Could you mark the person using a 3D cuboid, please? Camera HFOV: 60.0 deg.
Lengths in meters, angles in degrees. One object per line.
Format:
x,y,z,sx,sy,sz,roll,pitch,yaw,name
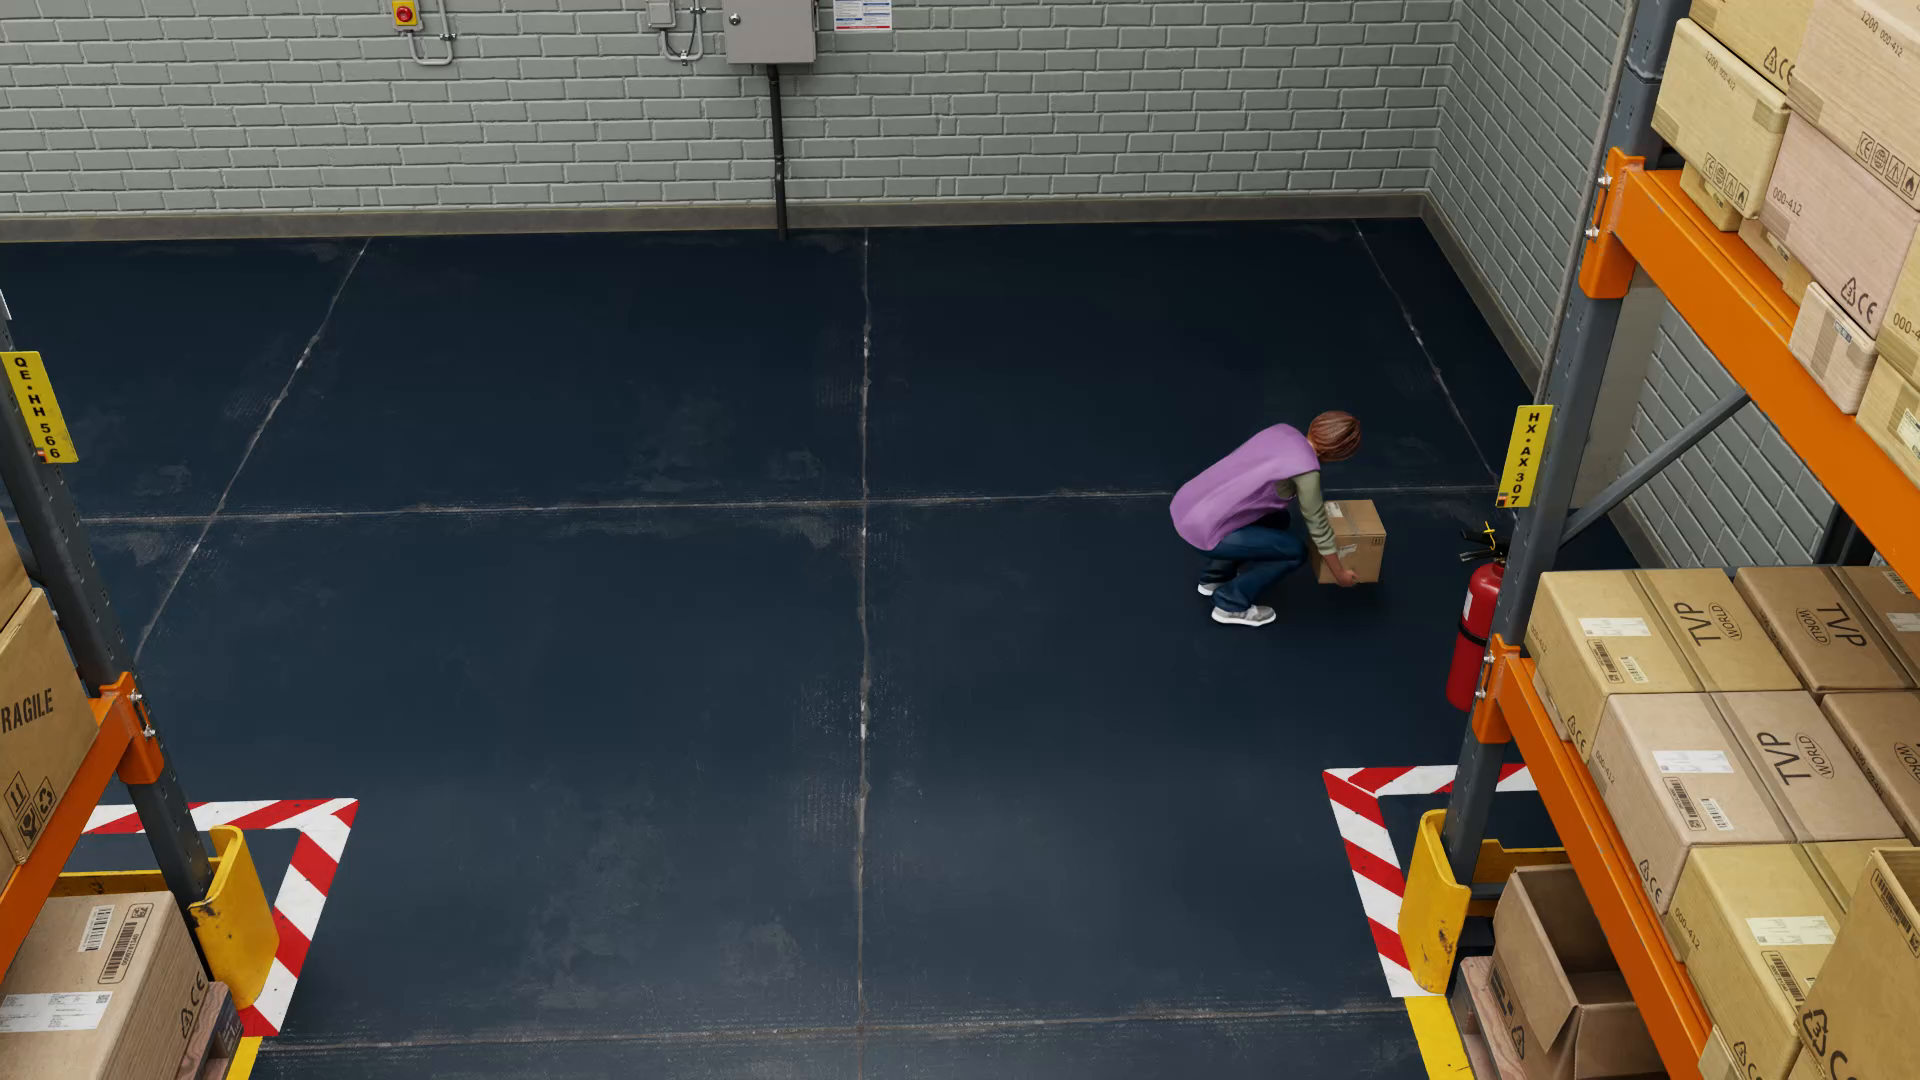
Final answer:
1.274,-0.087,6.895,0.802,0.879,0.457,-2,36,-2,person
